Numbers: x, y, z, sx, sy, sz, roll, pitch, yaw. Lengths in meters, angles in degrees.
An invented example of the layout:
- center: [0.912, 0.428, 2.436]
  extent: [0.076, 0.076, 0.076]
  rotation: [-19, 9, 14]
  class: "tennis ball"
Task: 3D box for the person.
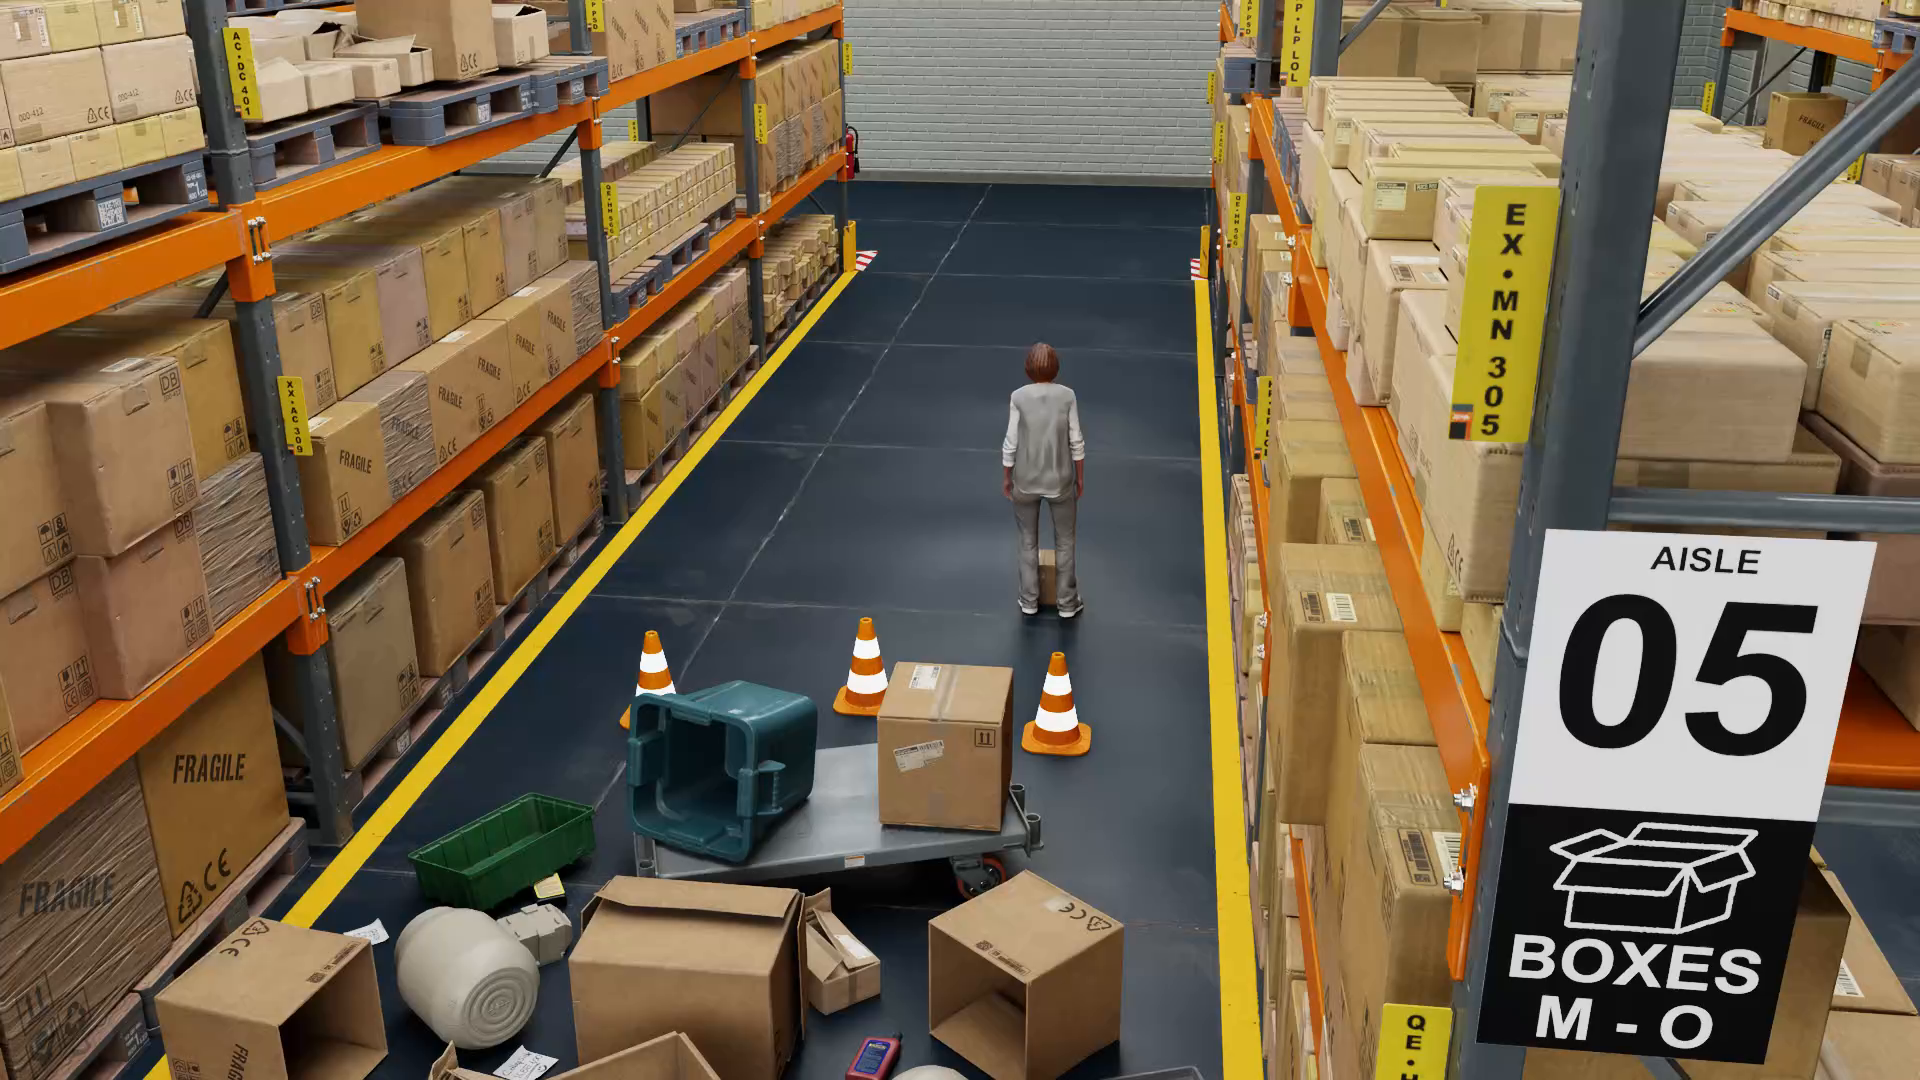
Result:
- center: [0.479, -0.325, 9.427]
  extent: [0.482, 1.591, 0.378]
  rotation: [1, 22, 3]
  class: "person"
